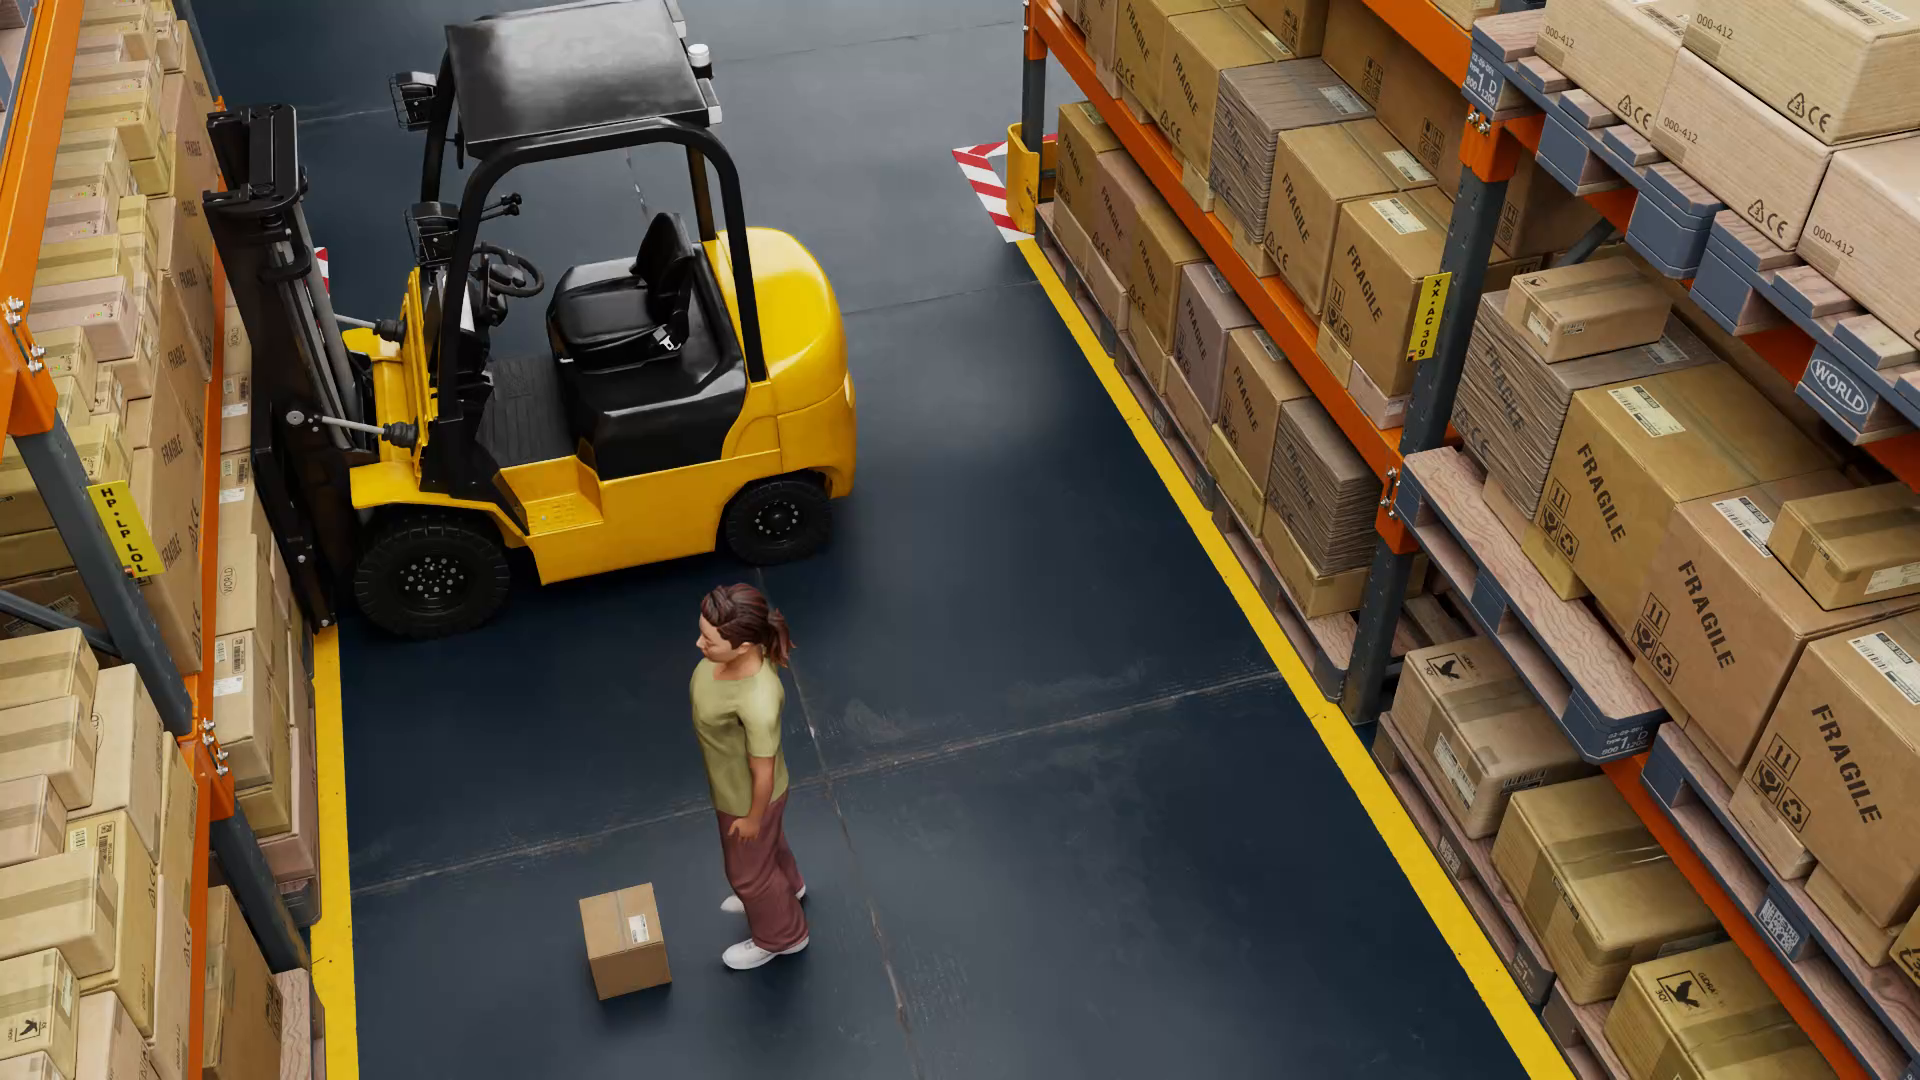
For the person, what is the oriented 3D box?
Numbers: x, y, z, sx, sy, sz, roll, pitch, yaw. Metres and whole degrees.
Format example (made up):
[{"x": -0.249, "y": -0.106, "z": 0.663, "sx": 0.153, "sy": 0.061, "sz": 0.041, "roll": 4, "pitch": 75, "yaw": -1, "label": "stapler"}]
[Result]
[{"x": -0.671, "y": 0.773, "z": 5.338, "sx": 0.373, "sy": 1.689, "sz": 0.443, "roll": -11, "pitch": 44, "yaw": -12, "label": "person"}]
